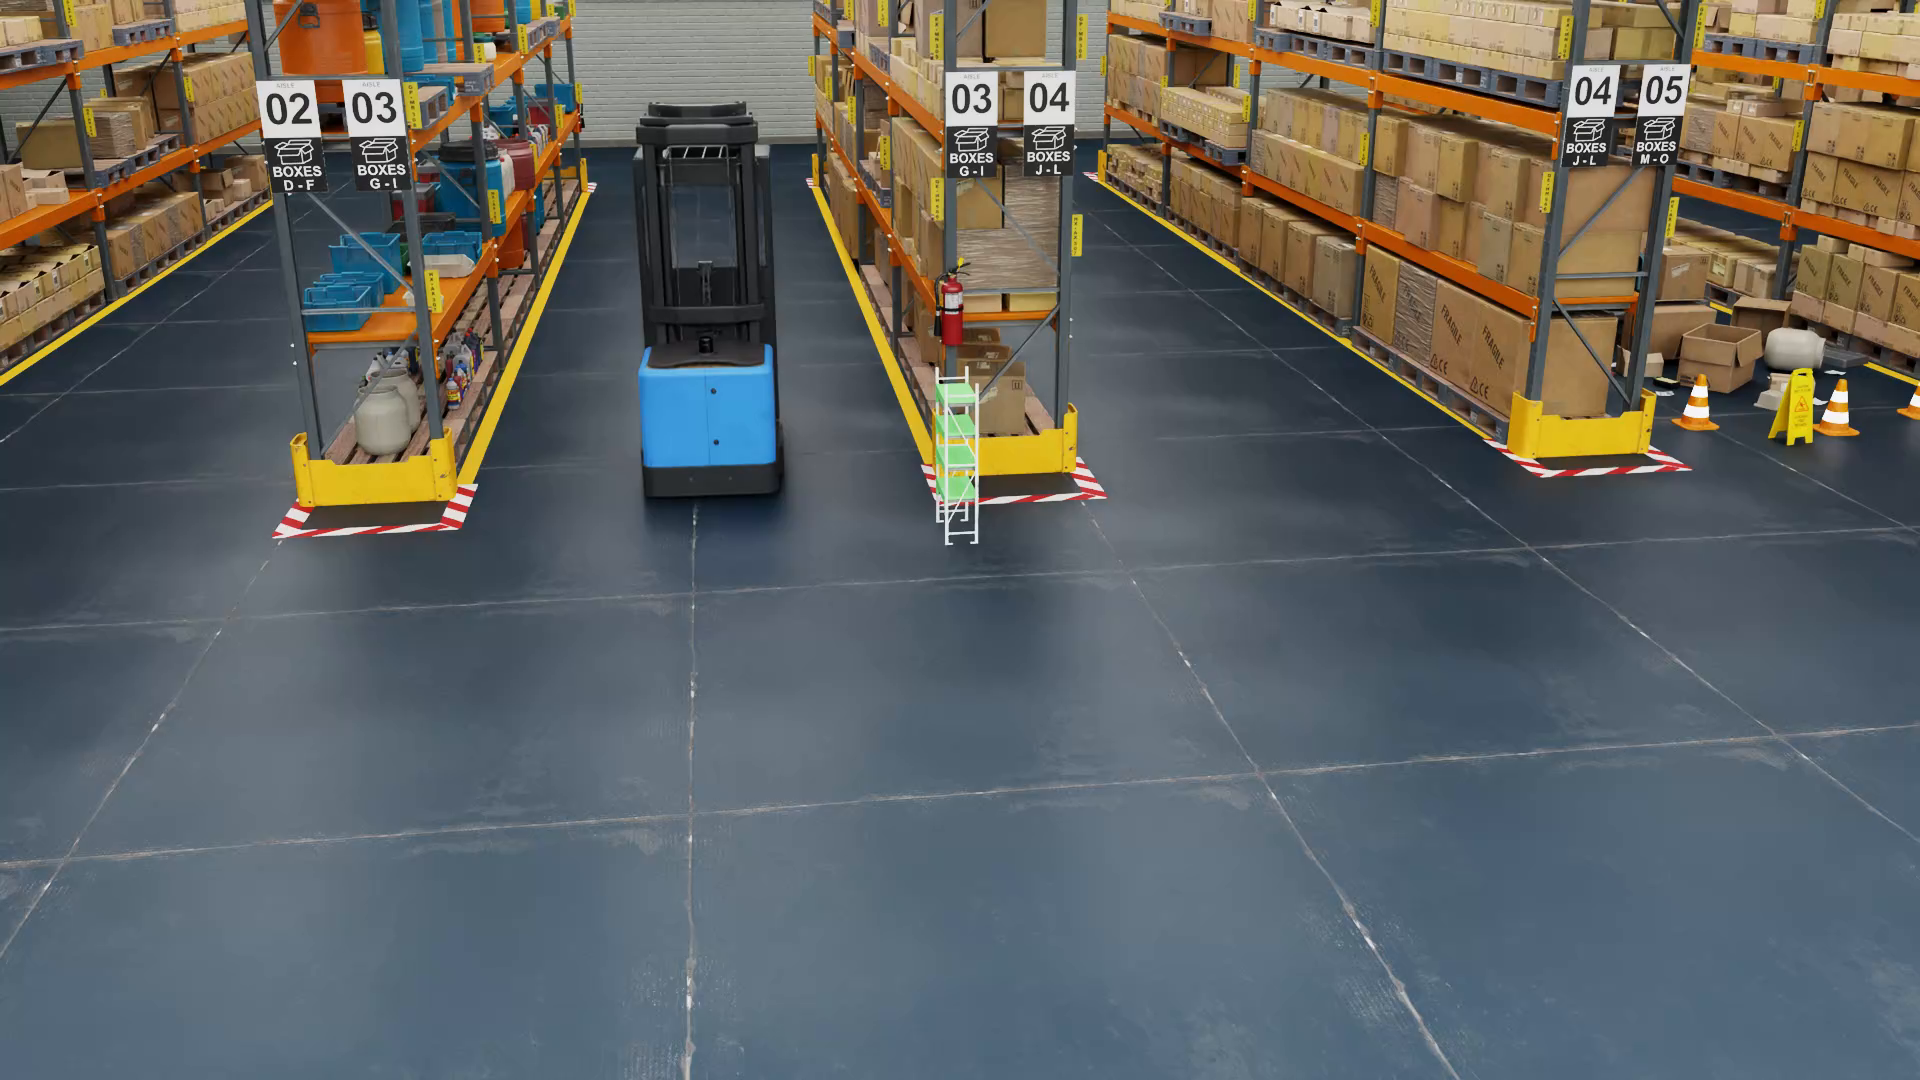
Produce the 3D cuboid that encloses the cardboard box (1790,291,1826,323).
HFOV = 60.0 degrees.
[{"bbox_3d":[9.424,-2.548,18.081,0.500,0.250,0.500,-4,21,-10],"label":"cardboard box"}]

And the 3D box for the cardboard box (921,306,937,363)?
[{"bbox_3d":[-0.092,-2.045,16.376,0.500,0.500,0.500,4,21,9],"label":"cardboard box"}]

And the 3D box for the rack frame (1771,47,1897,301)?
[{"bbox_3d":[9.607,-3.857,18.256,1.000,3.000,0.127,-3,21,-8],"label":"rack frame"}]

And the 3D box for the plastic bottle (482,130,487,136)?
[{"bbox_3d":[-6.522,-5.469,22.757,0.097,0.271,0.097,0,20,0],"label":"plastic bottle"}]

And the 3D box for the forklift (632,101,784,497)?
[{"bbox_3d":[-2.091,-2.179,13.860,1.130,2.935,3.031,-2,21,-6],"label":"forklift"}]

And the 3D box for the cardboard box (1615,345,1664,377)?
[{"bbox_3d":[6.793,-1.790,16.628,0.396,0.266,0.258,1,20,2],"label":"cardboard box"}]

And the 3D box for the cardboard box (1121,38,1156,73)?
[{"bbox_3d":[2.927,-7.857,26.970,0.500,0.500,0.500,-3,21,-9],"label":"cardboard box"}]

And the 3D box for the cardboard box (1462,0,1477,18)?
[{"bbox_3d":[4.695,-4.720,14.755,0.380,0.149,0.250,-3,21,-7],"label":"cardboard box"}]

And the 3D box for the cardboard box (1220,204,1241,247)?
[{"bbox_3d":[3.793,-4.198,22.141,0.500,0.500,0.500,-3,21,-8],"label":"cardboard box"}]

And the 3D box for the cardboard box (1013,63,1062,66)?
[{"bbox_3d":[0.624,-3.696,13.182,0.380,0.149,0.250,-2,21,-7],"label":"cardboard box"}]

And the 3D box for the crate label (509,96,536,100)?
[{"bbox_3d":[-7.121,-7.110,27.119,0.416,0.233,0.303,-3,21,-8],"label":"crate label"}]

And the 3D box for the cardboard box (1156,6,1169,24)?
[{"bbox_3d":[3.232,-7.834,24.830,0.500,0.250,0.500,-2,21,-6],"label":"cardboard box"}]

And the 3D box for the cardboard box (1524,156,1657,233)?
[{"bbox_3d":[5.284,-2.894,13.920,0.875,0.550,0.550,-3,21,-8],"label":"cardboard box"}]

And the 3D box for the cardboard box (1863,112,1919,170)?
[{"bbox_3d":[9.553,-3.995,16.629,0.700,0.500,0.500,-3,21,-9],"label":"cardboard box"}]

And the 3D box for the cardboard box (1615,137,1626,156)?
[{"bbox_3d":[8.700,-5.334,22.424,0.500,0.250,0.500,-4,21,-10],"label":"cardboard box"}]

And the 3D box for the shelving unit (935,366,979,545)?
[{"bbox_3d":[-0.024,-0.619,12.160,0.258,1.200,0.503,-3,21,-8],"label":"shelving unit"}]

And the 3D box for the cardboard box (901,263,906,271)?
[{"bbox_3d":[-0.317,-2.772,18.295,0.700,0.500,0.500,-3,21,-8],"label":"cardboard box"}]

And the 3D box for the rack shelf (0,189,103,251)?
[{"bbox_3d":[-10.292,-3.215,17.564,1.077,0.370,4.000,-3,21,-8],"label":"rack shelf"}]

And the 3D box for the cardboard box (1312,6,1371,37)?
[{"bbox_3d":[4.252,-5.775,18.489,0.500,0.311,0.500,-4,21,-10],"label":"cardboard box"}]

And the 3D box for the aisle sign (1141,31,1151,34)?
[{"bbox_3d":[3.279,-8.986,28.272,0.394,0.787,0.004,-3,21,-8],"label":"aisle sign"}]

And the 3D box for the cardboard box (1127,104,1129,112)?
[{"bbox_3d":[2.967,-7.121,27.354,0.380,0.149,0.250,-3,21,-8],"label":"cardboard box"}]

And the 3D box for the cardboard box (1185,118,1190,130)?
[{"bbox_3d":[3.365,-5.810,23.244,0.380,0.149,0.250,-3,21,-9],"label":"cardboard box"}]

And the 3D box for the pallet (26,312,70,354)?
[{"bbox_3d":[-10.327,-2.229,17.883,1.003,0.211,1.213,-3,21,-8],"label":"pallet"}]

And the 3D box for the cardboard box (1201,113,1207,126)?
[{"bbox_3d":[3.475,-5.680,22.471,0.380,0.149,0.250,-3,21,-8],"label":"cardboard box"}]

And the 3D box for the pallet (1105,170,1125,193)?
[{"bbox_3d":[3.086,-6.112,28.278,1.003,0.211,1.213,-3,21,-8],"label":"pallet"}]

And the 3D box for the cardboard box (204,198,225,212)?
[{"bbox_3d":[-11.138,-4.963,24.638,0.380,0.166,0.250,-3,21,-8],"label":"cardboard box"}]

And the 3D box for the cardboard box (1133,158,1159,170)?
[{"bbox_3d":[3.000,-6.040,26.725,0.380,0.149,0.250,-4,21,-10],"label":"cardboard box"}]

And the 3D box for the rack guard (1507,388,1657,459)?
[{"bbox_3d":[5.303,-1.008,14.201,1.175,0.500,0.348,-3,21,-8],"label":"rack guard"}]

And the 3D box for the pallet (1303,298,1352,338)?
[{"bbox_3d":[4.537,-2.530,18.687,1.003,0.211,1.213,-3,21,-8],"label":"pallet"}]

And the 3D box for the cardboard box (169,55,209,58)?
[{"bbox_3d":[-11.847,-7.182,25.585,0.500,0.500,0.500,-3,21,-7],"label":"cardboard box"}]

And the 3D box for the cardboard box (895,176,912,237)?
[{"bbox_3d":[-0.159,-3.210,15.955,0.875,0.500,0.500,-3,21,-8],"label":"cardboard box"}]

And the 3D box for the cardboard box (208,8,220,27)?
[{"bbox_3d":[-11.196,-7.664,24.376,0.500,0.250,0.500,-3,21,-8],"label":"cardboard box"}]

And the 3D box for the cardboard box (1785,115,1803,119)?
[{"bbox_3d":[9.750,-4.590,19.051,0.500,0.500,0.500,-3,21,-8],"label":"cardboard box"}]

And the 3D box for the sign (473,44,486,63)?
[{"bbox_3d":[-4.555,-4.541,15.787,0.100,0.325,0.005,-3,21,-8],"label":"sign"}]

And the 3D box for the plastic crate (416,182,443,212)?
[{"bbox_3d":[-5.568,-3.466,17.233,0.392,0.384,0.575,-3,21,-8],"label":"plastic crate"}]

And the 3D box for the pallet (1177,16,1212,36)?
[{"bbox_3d":[3.706,-7.082,22.871,1.213,0.211,1.003,-3,21,-8],"label":"pallet"}]

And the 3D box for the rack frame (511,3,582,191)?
[{"bbox_3d":[-6.831,-7.262,27.373,1.000,3.000,0.127,-3,21,-8],"label":"rack frame"}]

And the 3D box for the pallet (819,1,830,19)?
[{"bbox_3d":[-1.633,-8.196,25.713,1.003,0.211,1.213,-3,21,-8],"label":"pallet"}]

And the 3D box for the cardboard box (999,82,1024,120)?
[{"bbox_3d":[0.563,-3.487,13.193,0.500,0.250,0.500,-2,21,-6],"label":"cardboard box"}]

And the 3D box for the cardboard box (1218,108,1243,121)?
[{"bbox_3d":[3.588,-5.549,21.694,0.380,0.149,0.250,-3,21,-8],"label":"cardboard box"}]

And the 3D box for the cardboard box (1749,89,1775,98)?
[{"bbox_3d":[13.050,-7.112,26.760,0.500,0.250,0.500,-2,21,-6],"label":"cardboard box"}]

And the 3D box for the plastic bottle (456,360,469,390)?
[{"bbox_3d":[-4.571,-1.518,15.263,0.097,0.271,0.097,0,20,0],"label":"plastic bottle"}]

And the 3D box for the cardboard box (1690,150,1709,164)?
[{"bbox_3d":[9.078,-4.637,20.104,0.380,0.149,0.250,-2,21,-6],"label":"cardboard box"}]

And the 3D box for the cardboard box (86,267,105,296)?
[{"bbox_3d":[-10.263,-2.983,19.245,0.500,0.250,0.500,-2,21,-6],"label":"cardboard box"}]

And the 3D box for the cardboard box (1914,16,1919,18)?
[{"bbox_3d":[9.931,-5.239,16.888,0.380,0.149,0.250,-2,21,-6],"label":"cardboard box"}]

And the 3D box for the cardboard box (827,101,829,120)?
[{"bbox_3d":[-1.753,-6.515,25.162,0.500,0.250,0.500,-2,21,-6],"label":"cardboard box"}]

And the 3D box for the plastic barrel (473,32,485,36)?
[{"bbox_3d":[-5.592,-5.742,19.238,0.294,0.245,0.294,0,20,0],"label":"plastic barrel"}]

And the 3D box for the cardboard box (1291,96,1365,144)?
[{"bbox_3d":[4.351,-4.964,19.648,0.700,0.500,0.500,-3,21,-9],"label":"cardboard box"}]

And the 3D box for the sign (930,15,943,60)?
[{"bbox_3d":[-0.175,-3.771,12.474,0.100,0.325,0.005,-3,21,-8],"label":"sign"}]

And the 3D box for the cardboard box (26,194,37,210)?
[{"bbox_3d":[-10.340,-3.688,18.161,0.380,0.149,0.250,-1,21,-4],"label":"cardboard box"}]

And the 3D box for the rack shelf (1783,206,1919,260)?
[{"bbox_3d":[9.895,-2.828,16.528,1.077,0.370,4.000,-3,21,-8],"label":"rack shelf"}]

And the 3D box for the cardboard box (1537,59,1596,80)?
[{"bbox_3d":[4.916,-3.817,13.477,0.380,0.149,0.250,-3,21,-8],"label":"cardboard box"}]

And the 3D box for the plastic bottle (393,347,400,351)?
[{"bbox_3d":[-5.395,-1.772,15.832,0.144,0.351,0.185,-2,21,-6],"label":"plastic bottle"}]

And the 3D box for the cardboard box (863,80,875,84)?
[{"bbox_3d":[-0.957,-5.739,21.718,0.797,0.503,0.637,-2,21,-6],"label":"cardboard box"}]
